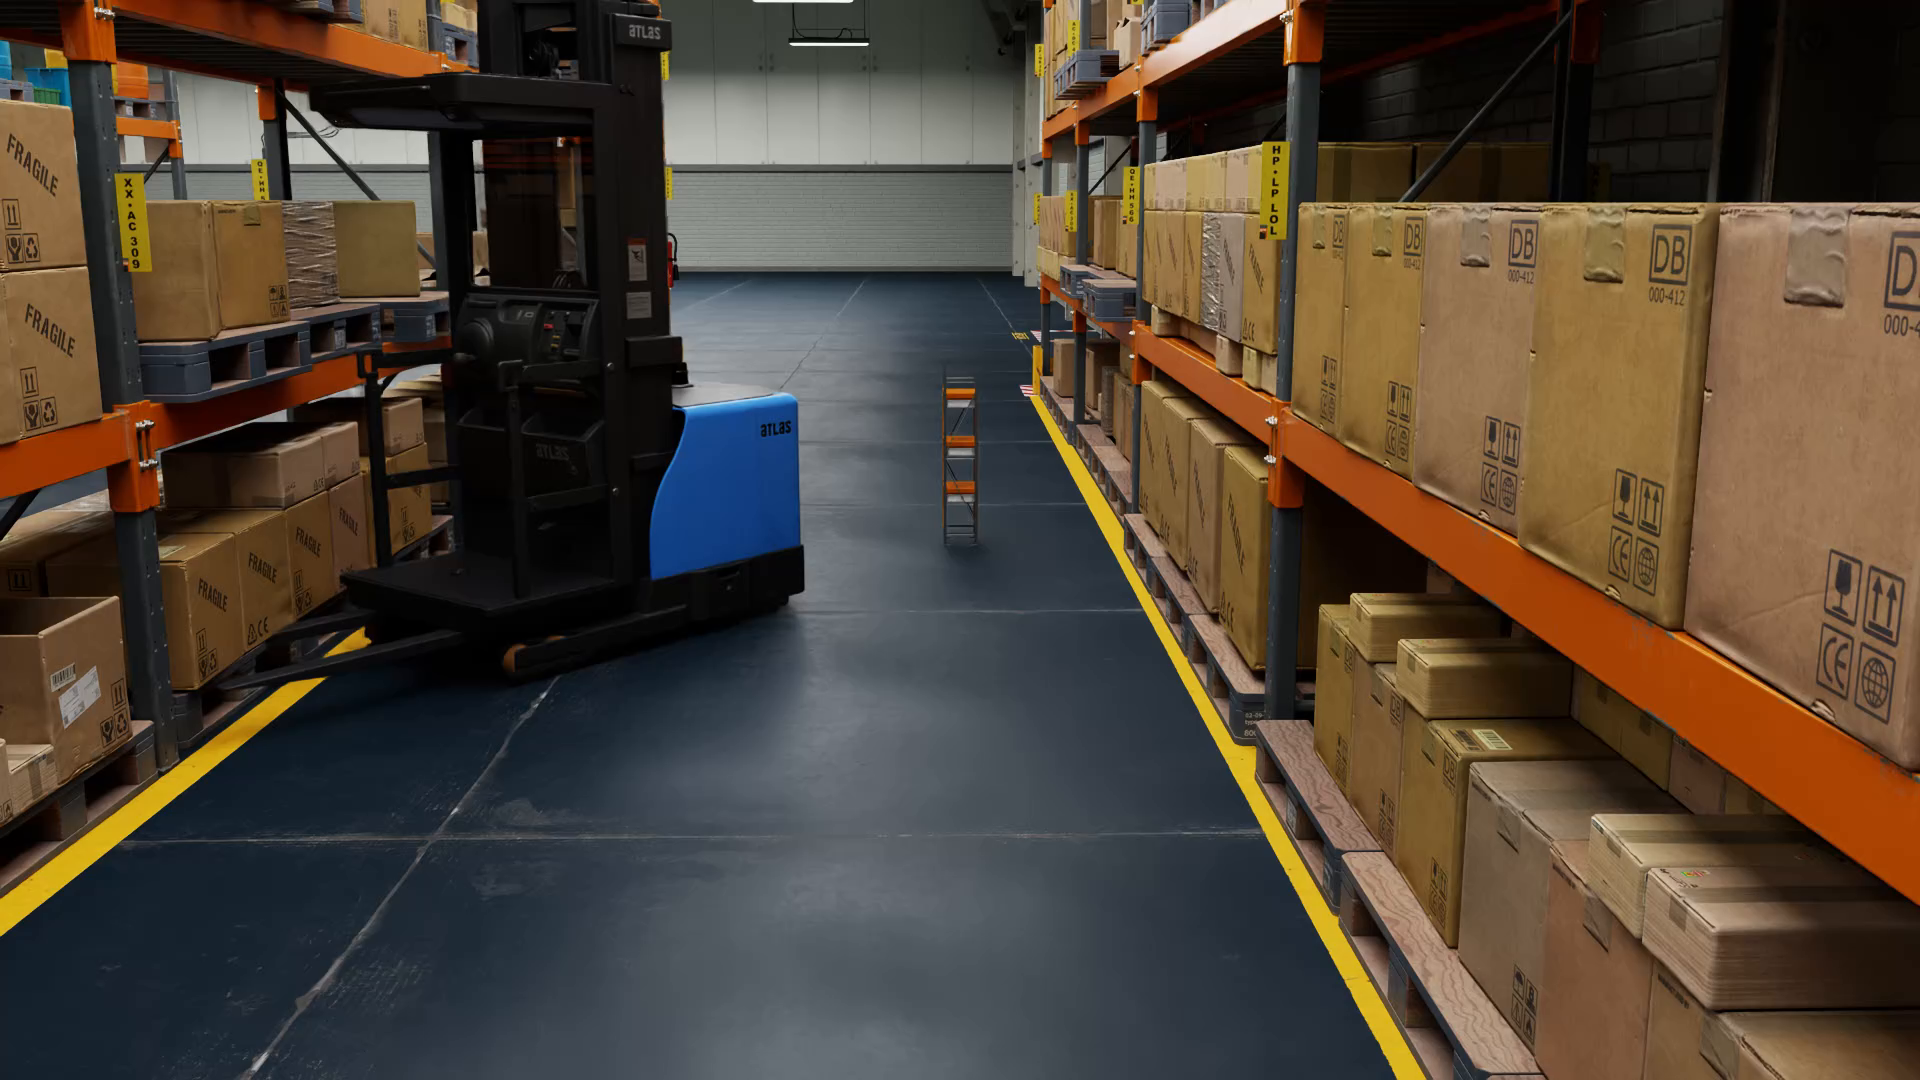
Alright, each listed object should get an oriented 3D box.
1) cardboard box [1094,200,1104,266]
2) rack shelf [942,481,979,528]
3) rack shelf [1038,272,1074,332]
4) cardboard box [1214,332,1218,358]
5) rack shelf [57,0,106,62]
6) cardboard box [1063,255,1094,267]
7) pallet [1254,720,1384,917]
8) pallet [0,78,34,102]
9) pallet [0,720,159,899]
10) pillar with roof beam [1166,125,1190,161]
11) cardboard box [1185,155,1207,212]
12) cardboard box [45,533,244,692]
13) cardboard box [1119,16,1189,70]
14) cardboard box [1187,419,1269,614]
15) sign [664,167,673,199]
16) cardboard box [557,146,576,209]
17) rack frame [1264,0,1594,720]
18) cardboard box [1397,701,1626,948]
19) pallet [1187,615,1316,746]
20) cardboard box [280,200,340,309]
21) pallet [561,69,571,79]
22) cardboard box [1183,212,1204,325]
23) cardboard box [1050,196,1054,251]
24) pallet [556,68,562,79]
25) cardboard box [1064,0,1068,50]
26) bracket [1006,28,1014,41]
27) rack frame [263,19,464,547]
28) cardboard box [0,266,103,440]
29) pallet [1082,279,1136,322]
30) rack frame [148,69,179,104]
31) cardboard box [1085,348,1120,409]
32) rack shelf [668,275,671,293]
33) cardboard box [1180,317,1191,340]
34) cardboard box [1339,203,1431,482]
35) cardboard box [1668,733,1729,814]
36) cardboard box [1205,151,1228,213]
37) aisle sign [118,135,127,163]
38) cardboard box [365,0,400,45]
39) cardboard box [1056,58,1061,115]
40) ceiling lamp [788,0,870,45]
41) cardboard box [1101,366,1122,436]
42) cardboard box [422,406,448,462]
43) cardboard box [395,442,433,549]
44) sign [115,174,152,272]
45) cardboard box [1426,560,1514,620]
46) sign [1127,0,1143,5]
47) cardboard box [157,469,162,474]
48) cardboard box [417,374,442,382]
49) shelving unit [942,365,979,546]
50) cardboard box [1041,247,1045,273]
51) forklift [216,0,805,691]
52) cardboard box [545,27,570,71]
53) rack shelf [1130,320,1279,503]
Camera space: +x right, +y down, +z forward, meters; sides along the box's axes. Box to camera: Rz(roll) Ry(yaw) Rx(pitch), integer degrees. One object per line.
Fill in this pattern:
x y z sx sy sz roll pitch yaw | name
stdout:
1.427 -2.417 13.072 0.700 0.500 0.500 0 11 -1 | cardboard box
0.001 -0.221 9.960 0.215 0.259 0.240 0 11 -1 | rack shelf
1.409 -2.299 15.656 1.077 0.370 4.000 0 11 -1 | rack shelf
1.343 -0.869 7.381 0.380 0.149 0.250 -1 11 -3 | cardboard box
-3.296 -1.363 3.496 1.077 0.370 4.000 0 11 -1 | rack shelf
1.137 -2.283 14.096 0.500 0.250 0.500 0 11 -1 | cardboard box
1.553 0.854 5.317 1.003 0.211 1.213 0 11 -1 | pallet
-8.567 -3.734 13.850 1.213 0.211 1.003 0 11 -1 | pallet
-3.324 0.861 5.287 1.003 0.211 1.213 0 11 -1 | pallet
-2.057 -5.836 16.192 9.100 9.000 0.400 0 11 -1 | pillar with roof beam
1.327 -1.632 7.623 0.500 0.250 0.500 0 11 -2 | cardboard box
-3.103 0.270 6.366 0.500 0.500 0.500 -1 11 -4 | cardboard box
1.248 -3.037 10.115 0.500 0.311 0.500 0 11 -1 | cardboard box
1.451 -0.121 7.464 0.750 0.750 0.750 0 11 1 | cardboard box
-3.042 -3.711 17.299 0.100 0.325 0.005 0 11 -1 | sign
-3.518 -3.006 13.817 0.700 0.500 0.500 0 11 -1 | cardboard box
1.616 -0.664 5.787 1.000 3.000 0.127 0 11 -1 | rack frame
1.544 0.706 4.263 0.700 0.500 0.500 0 11 0 | cardboard box
1.524 0.550 6.818 1.003 0.211 1.213 0 11 -1 | pallet
-3.466 -1.385 8.035 0.700 0.500 0.500 2 12 10 | cardboard box
-3.546 -3.829 14.067 1.003 0.211 1.213 0 11 -1 | pallet
1.316 -1.260 7.674 0.500 0.500 0.500 0 11 0 | cardboard box
1.104 -2.953 15.513 0.500 0.500 0.500 0 11 1 | cardboard box
-3.471 -3.434 12.378 0.805 0.209 1.217 -1 11 -3 | pallet
1.147 -4.481 14.241 0.500 0.500 0.500 0 11 2 | cardboard box
1.334 -12.985 42.378 0.076 0.066 4.783 0 11 -1 | bracket
-3.420 -1.438 9.602 1.000 3.000 0.127 0 11 -1 | rack frame
-3.070 -0.593 5.188 0.500 0.500 0.500 0 11 0 | cardboard box
1.412 -1.506 10.421 1.213 0.211 1.003 0 11 -1 | pallet
-8.537 -5.949 16.747 1.000 3.000 0.127 0 11 -1 | rack frame
1.389 -1.451 14.846 0.500 0.500 0.500 -1 12 -5 | cardboard box
-3.544 -2.278 15.552 1.077 0.370 4.000 0 11 -1 | rack shelf
1.354 -1.126 8.649 0.380 0.149 0.250 0 11 -2 | cardboard box
1.620 -0.558 4.510 0.980 0.700 0.700 -1 11 -3 | cardboard box
1.764 0.517 3.566 0.380 0.149 0.250 0 11 0 | cardboard box
1.339 -1.531 7.124 0.500 0.250 0.500 0 11 0 | cardboard box
-8.832 -4.296 17.150 0.394 0.787 0.004 0 11 -1 | aisle sign
-3.366 -2.769 8.367 0.910 0.500 0.500 0 11 -1 | cardboard box
1.147 -4.194 15.341 0.500 0.500 0.500 0 11 2 | cardboard box
-3.253 -13.889 41.207 2.000 3.185 0.800 0 11 -1 | ceiling lamp
1.482 -1.098 13.109 0.700 0.500 0.500 0 11 1 | cardboard box
-3.137 -0.676 10.297 0.500 0.311 0.500 0 11 1 | cardboard box
-3.166 -0.243 8.895 0.500 0.500 0.500 0 11 1 | cardboard box
-2.795 -1.071 5.615 0.100 0.325 0.005 0 11 -1 | sign
1.724 0.157 5.340 0.380 0.149 0.250 0 11 -1 | cardboard box
0.990 -3.180 9.347 0.100 0.325 0.005 0 11 -1 | sign
-3.674 -0.133 8.350 0.500 0.500 0.500 0 11 -2 | cardboard box
-3.726 -1.080 12.289 0.500 0.311 0.500 -1 11 -3 | cardboard box
0.001 -0.504 9.902 0.215 1.050 0.252 0 11 -1 | shelving unit
1.085 -2.784 16.564 0.500 0.250 0.500 -1 11 -3 | cardboard box
-2.084 -0.939 7.317 1.130 2.935 3.031 9 14 37 | forklift
-3.249 -4.128 13.656 0.500 0.500 0.500 1 11 4 | cardboard box
1.574 -0.709 7.818 1.077 0.370 4.000 0 11 -1 | rack shelf
